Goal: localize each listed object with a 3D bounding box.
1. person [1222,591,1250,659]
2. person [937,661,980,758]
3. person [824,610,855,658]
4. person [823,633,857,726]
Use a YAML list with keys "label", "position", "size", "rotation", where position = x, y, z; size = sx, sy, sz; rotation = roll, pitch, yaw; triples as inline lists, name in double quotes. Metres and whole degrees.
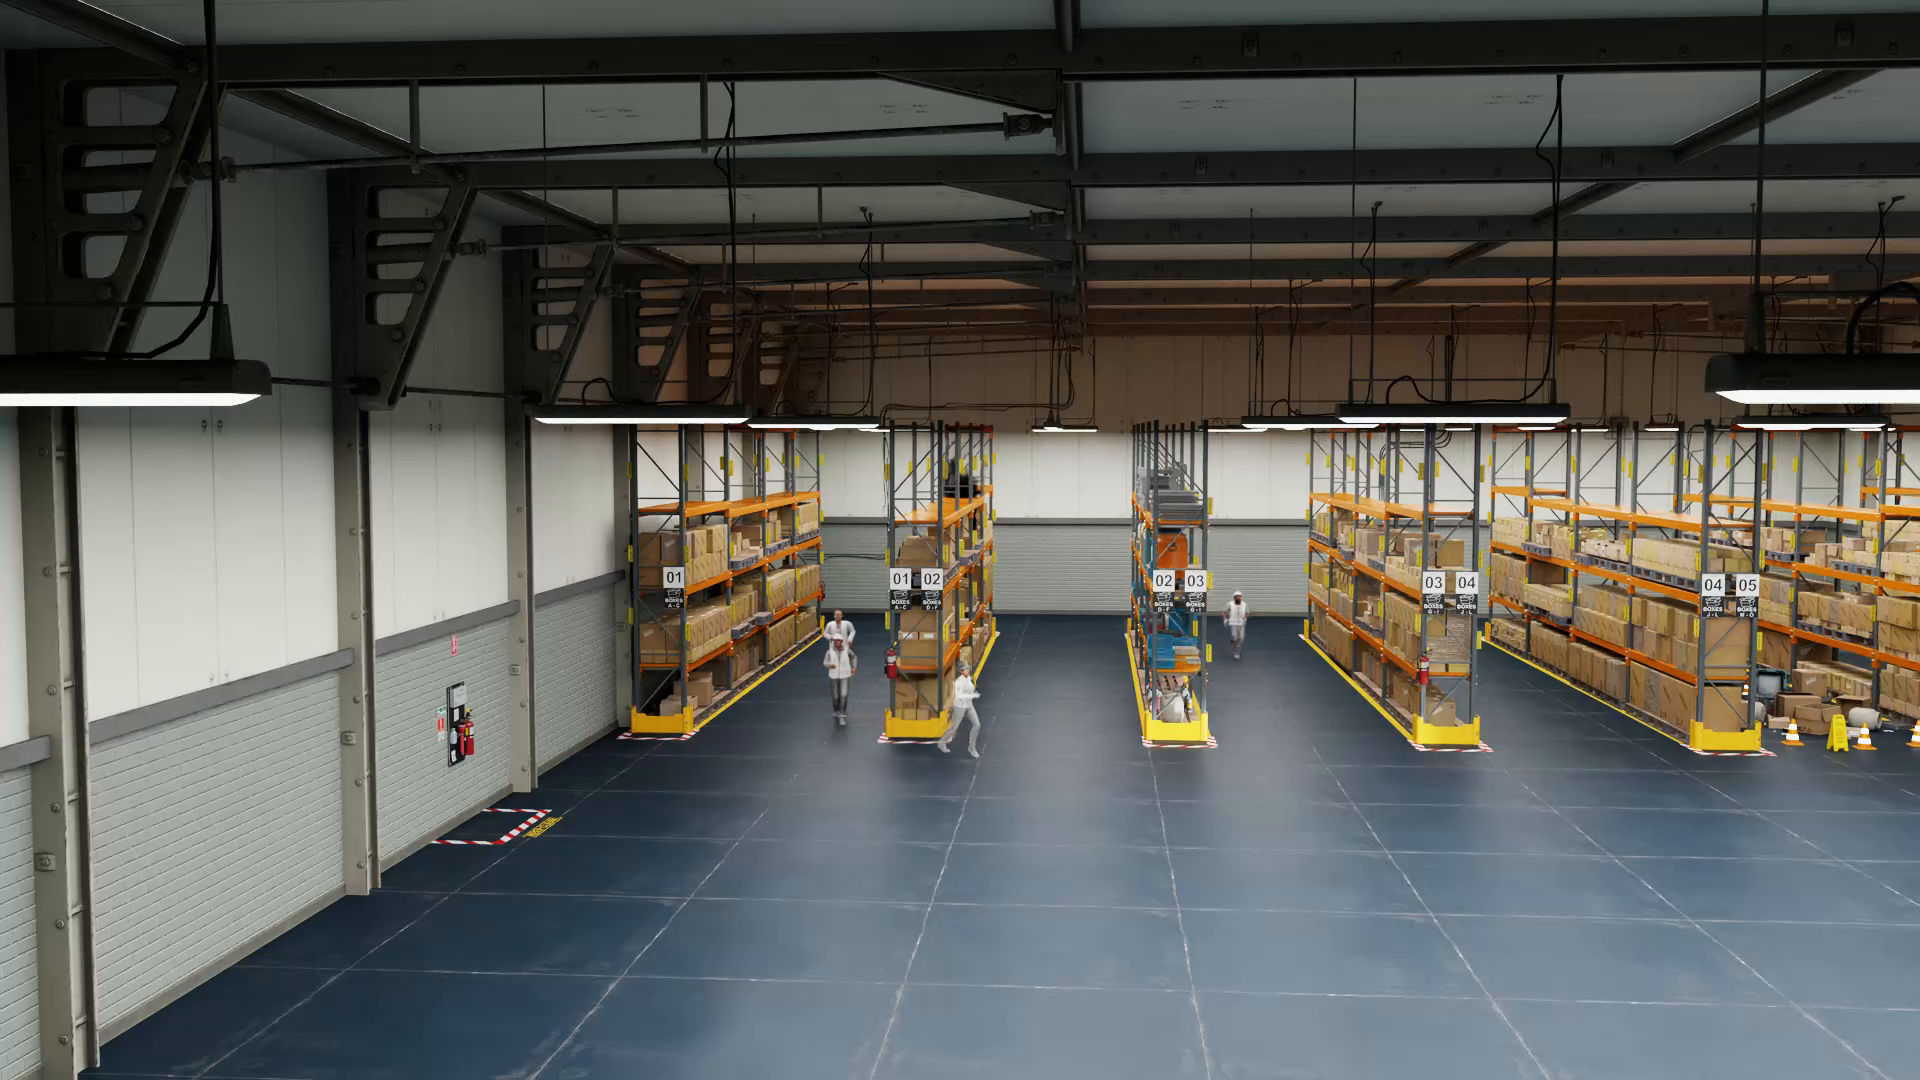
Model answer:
- label: "person"
  position: [7.067, 2.175, 42.341]
  size: [0.680, 1.738, 0.588]
  rotation: [0, 4, -6]
- label: "person"
  position: [0.035, 3.008, 29.585]
  size: [0.872, 1.738, 0.620]
  rotation: [3, 5, 37]
- label: "person"
  position: [-2.720, 2.477, 37.467]
  size: [0.681, 1.796, 0.772]
  rotation: [0, 4, 2]
- label: "person"
  position: [-2.392, 2.762, 33.079]
  size: [0.661, 1.809, 0.822]
  rotation: [0, 4, 1]
